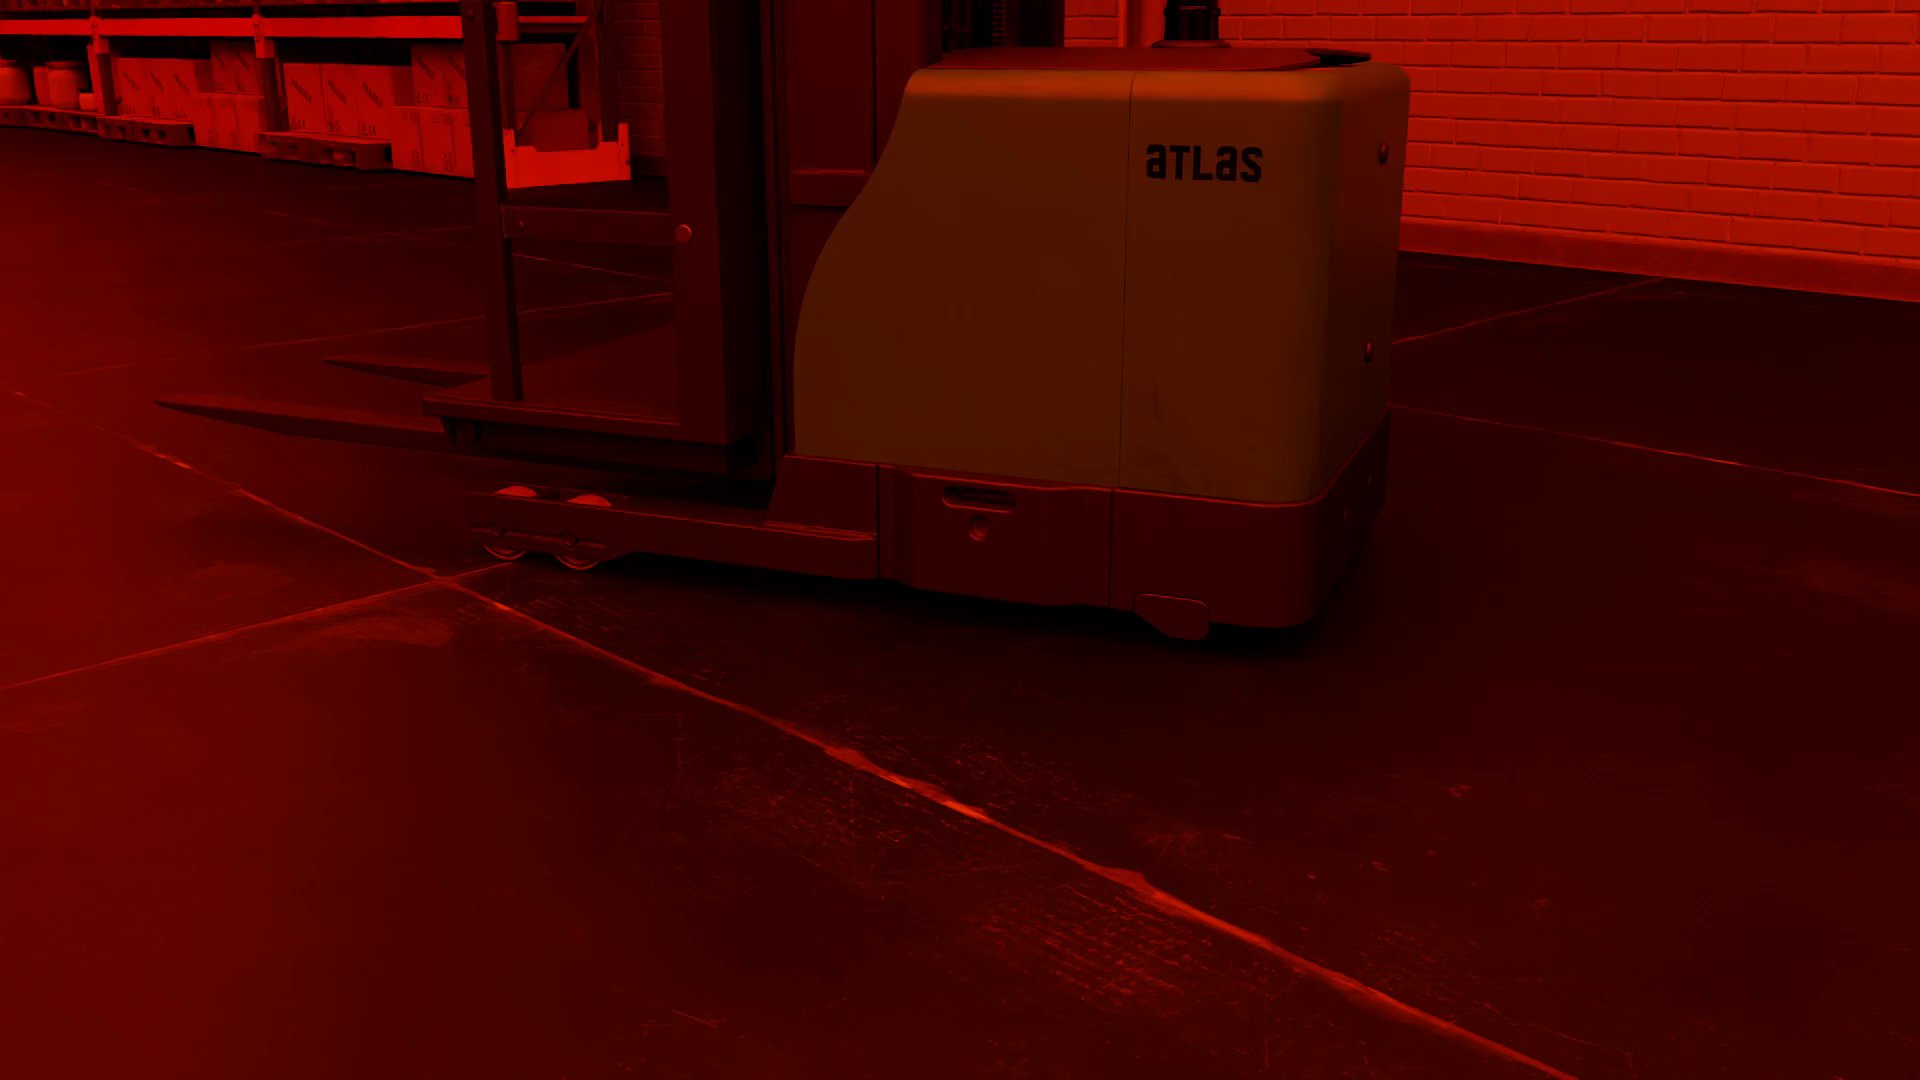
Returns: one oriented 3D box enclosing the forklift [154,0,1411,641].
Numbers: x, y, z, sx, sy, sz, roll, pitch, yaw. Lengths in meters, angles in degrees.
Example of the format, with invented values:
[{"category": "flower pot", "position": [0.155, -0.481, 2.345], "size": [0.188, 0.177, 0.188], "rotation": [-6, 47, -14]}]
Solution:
[{"category": "forklift", "position": [-0.563, -1.469, 3.684], "size": [3.031, 2.935, 1.130], "rotation": [7, 18, 21]}]
